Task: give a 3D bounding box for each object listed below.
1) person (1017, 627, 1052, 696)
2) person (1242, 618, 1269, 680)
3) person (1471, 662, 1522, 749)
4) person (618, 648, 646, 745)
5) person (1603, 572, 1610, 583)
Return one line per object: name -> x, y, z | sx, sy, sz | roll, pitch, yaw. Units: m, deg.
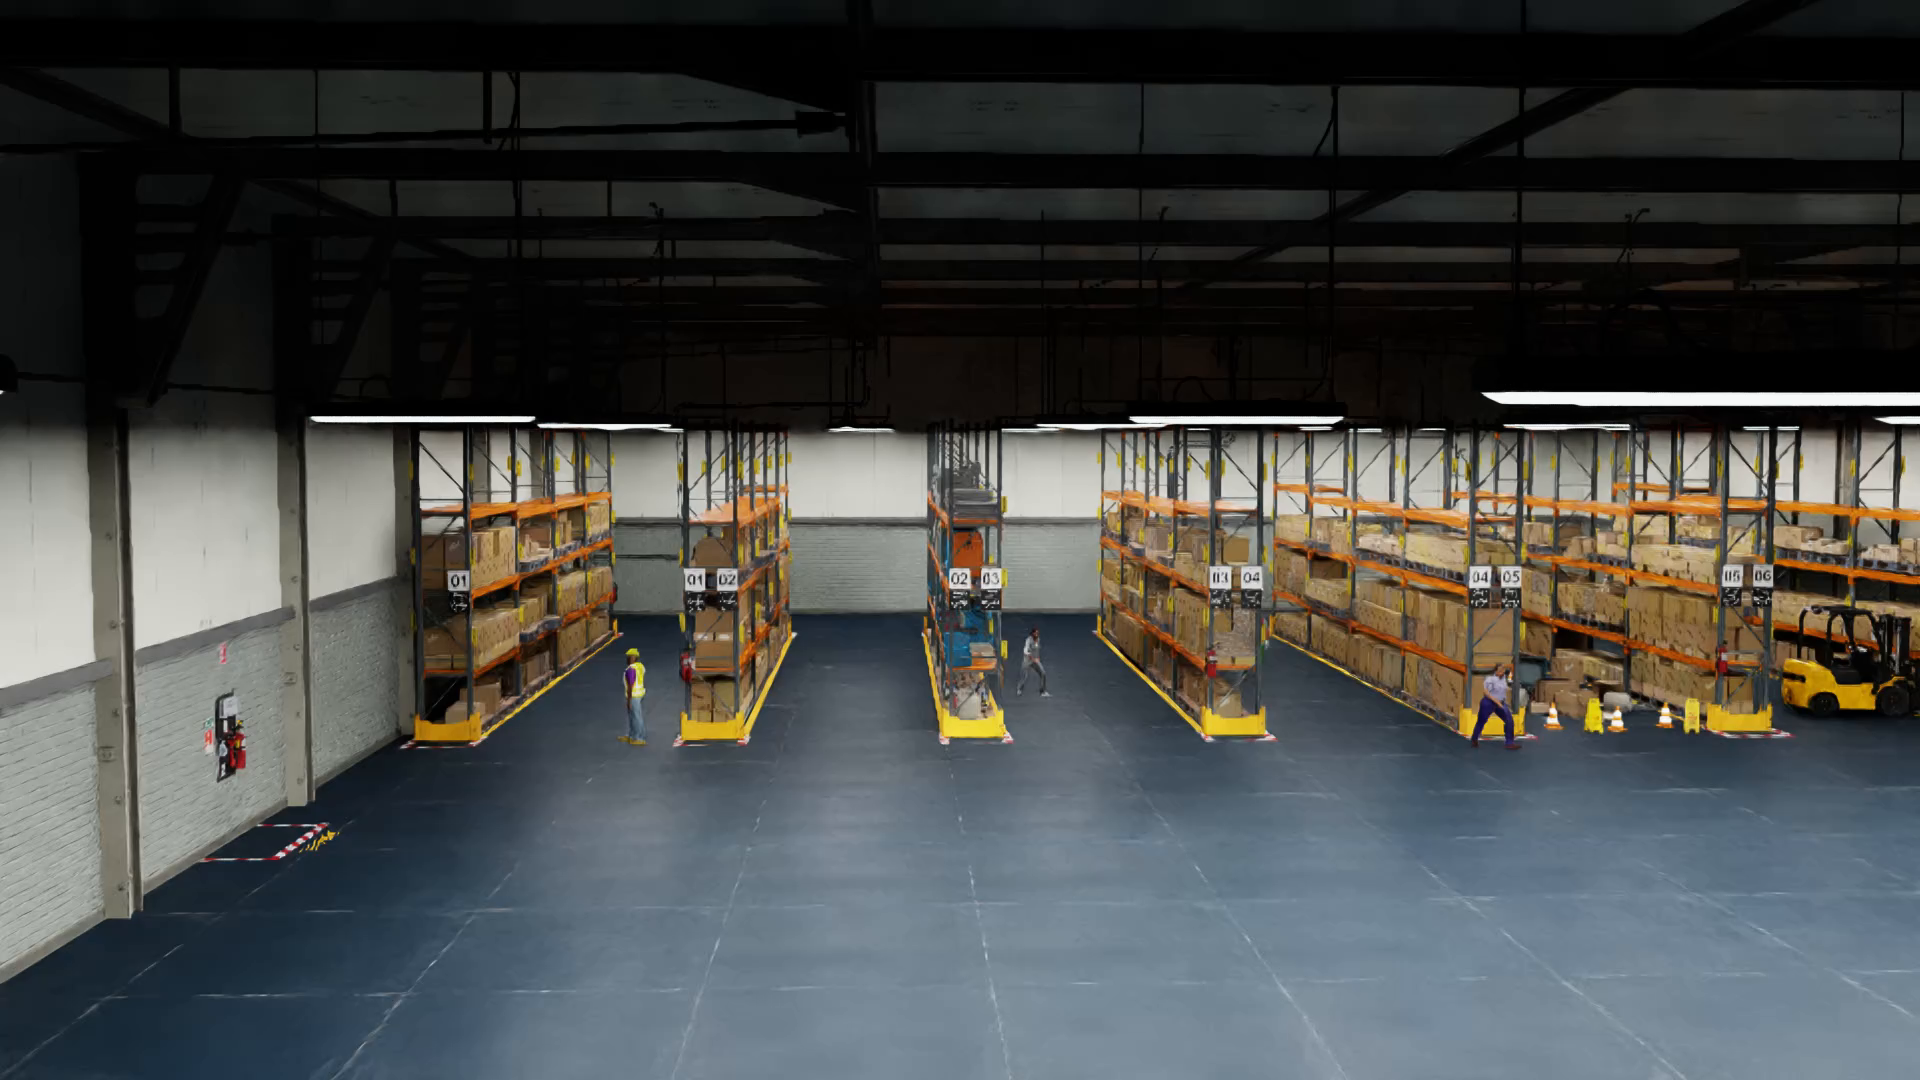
person -> 1.563, 2.635, 36.114 | 0.567, 1.532, 0.756 | -2, 4, -33
person -> 6.824, 2.398, 38.481 | 0.677, 1.741, 0.552 | 0, 4, -4
person -> 9.732, 3.000, 30.268 | 0.653, 1.551, 0.809 | -1, 4, -21
person -> -6.060, 2.865, 30.675 | 0.618, 1.760, 0.797 | 0, 4, 7
person -> 19.329, 1.719, 49.411 | 0.392, 1.668, 0.583 | -2, 4, -34
